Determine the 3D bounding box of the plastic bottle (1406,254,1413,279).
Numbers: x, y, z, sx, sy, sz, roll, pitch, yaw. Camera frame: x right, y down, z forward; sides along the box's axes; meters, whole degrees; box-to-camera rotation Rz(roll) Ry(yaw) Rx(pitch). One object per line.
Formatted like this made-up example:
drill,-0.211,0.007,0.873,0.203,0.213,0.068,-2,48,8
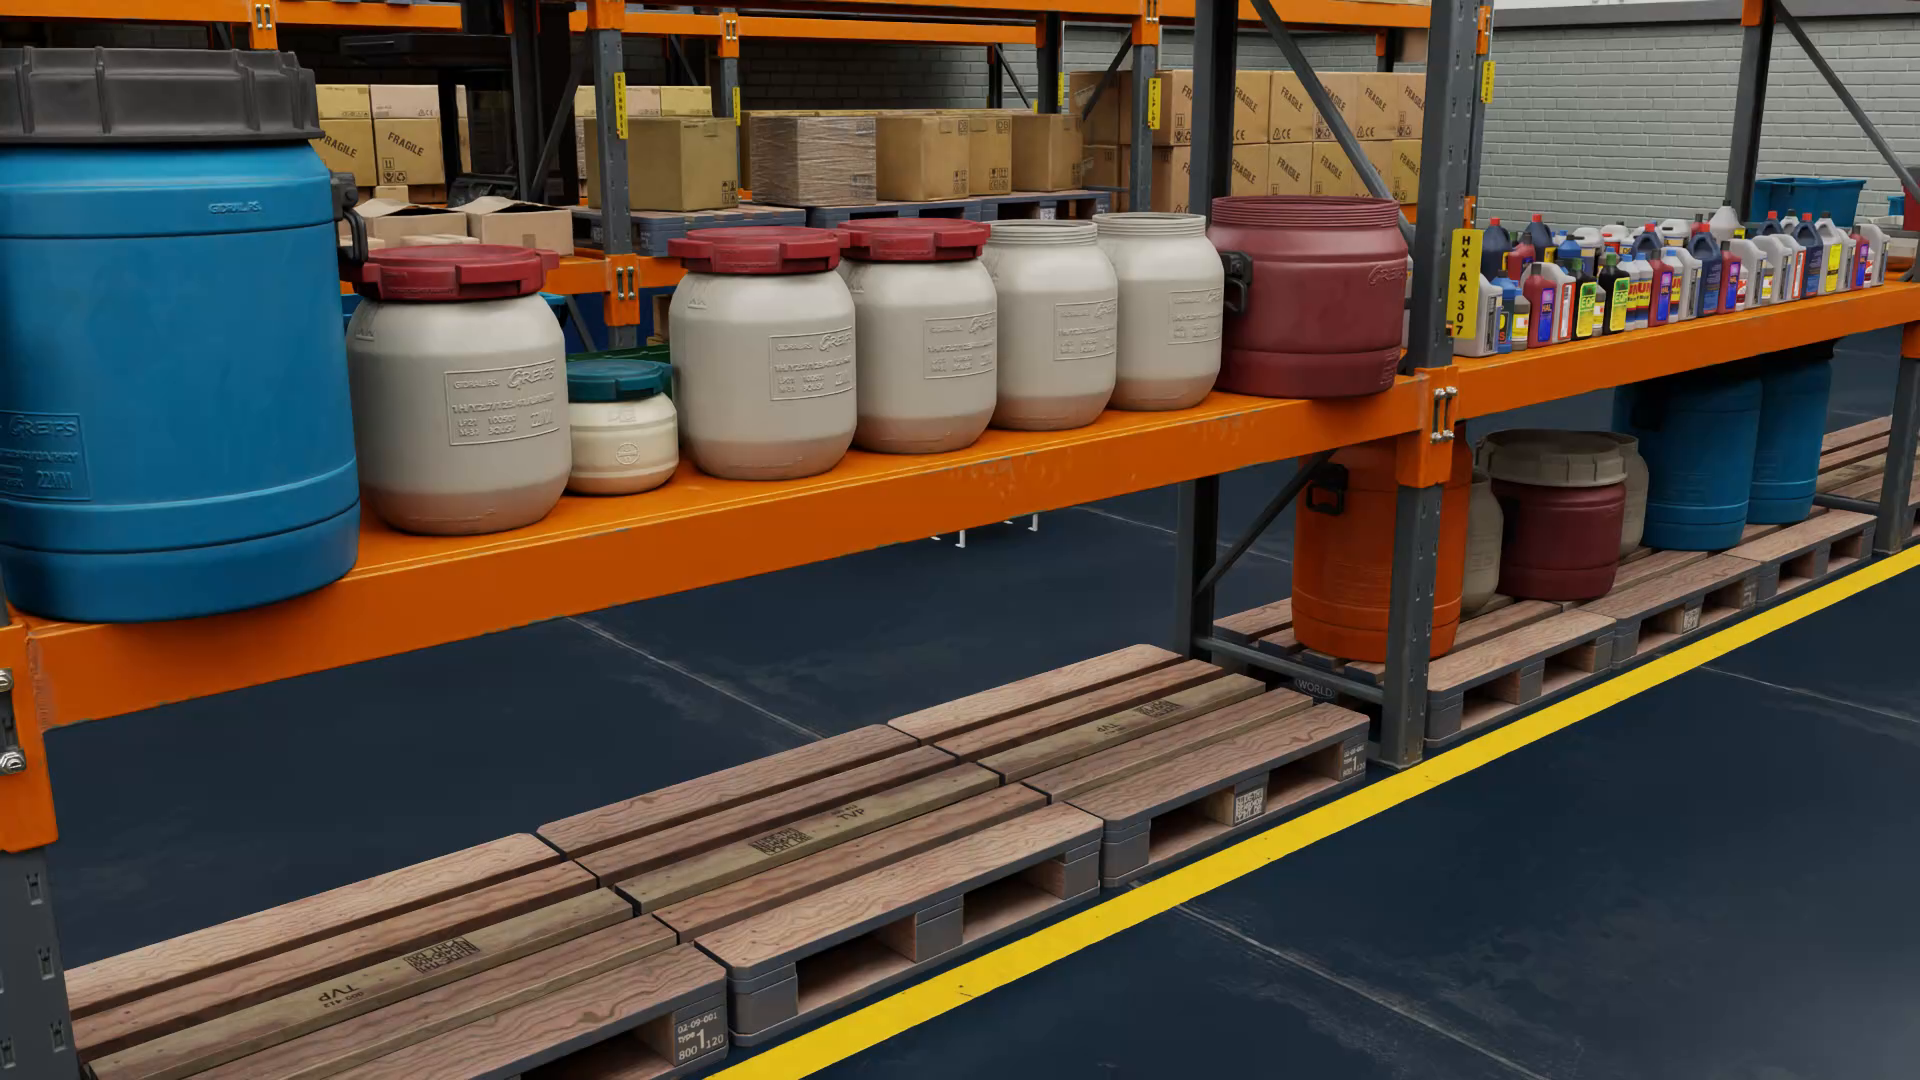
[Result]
plastic bottle,1.744,-1.009,6.465,0.097,0.271,0.097,0,15,0

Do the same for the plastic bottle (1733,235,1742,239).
plastic bottle,3.231,-1.136,6.938,0.097,0.271,0.097,0,15,0

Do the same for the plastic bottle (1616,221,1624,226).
plastic bottle,2.943,-1.290,7.495,0.133,0.283,0.061,-13,19,-39

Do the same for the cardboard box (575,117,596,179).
cardboard box,-3.280,-3.308,14.012,0.500,0.500,0.500,-13,19,-39

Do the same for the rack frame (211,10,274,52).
rack frame,-5.352,-2.727,12.648,0.127,3.000,1.000,-13,19,-39

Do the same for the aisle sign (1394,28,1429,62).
aisle sign,3.797,-4.444,14.036,0.004,0.787,0.394,-13,19,-39

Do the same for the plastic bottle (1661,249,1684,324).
plastic bottle,2.667,-0.957,6.269,0.097,0.271,0.097,0,15,0

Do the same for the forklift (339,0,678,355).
forklift,-3.337,-2.238,10.948,3.031,2.935,1.130,-13,20,-40

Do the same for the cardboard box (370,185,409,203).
cardboard box,-4.499,-2.696,12.979,0.250,0.149,0.380,-12,19,-38

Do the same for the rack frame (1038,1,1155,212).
rack frame,0.921,-2.441,11.577,0.127,3.000,1.000,-13,19,-39

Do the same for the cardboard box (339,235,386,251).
cardboard box,-3.022,-1.415,8.223,0.250,0.149,0.380,-11,18,-35

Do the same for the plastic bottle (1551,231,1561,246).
plastic bottle,2.518,-1.183,7.116,0.097,0.271,0.097,0,15,0

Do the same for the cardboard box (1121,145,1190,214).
cardboard box,1.484,-2.523,11.689,0.500,0.500,0.500,-12,19,-38

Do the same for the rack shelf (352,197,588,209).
rack shelf,-3.843,-2.719,14.010,4.000,0.370,1.077,-13,19,-39

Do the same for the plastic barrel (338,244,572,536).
plastic barrel,-1.000,-0.306,3.320,0.433,0.535,0.433,0,15,0

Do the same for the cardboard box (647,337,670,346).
cardboard box,-1.545,-0.973,10.070,0.500,0.500,0.500,-12,19,-37

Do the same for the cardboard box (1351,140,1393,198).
cardboard box,3.010,-2.866,12.975,0.500,0.500,0.500,-12,19,-39

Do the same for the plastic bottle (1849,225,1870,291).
plastic bottle,3.940,-1.242,7.314,0.133,0.283,0.061,-13,19,-39

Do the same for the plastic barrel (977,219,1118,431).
plastic barrel,0.198,-0.566,4.338,0.421,0.512,0.421,0,15,0

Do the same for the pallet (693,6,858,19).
pallet,-1.710,-4.948,15.321,1.213,0.211,1.003,-13,19,-39

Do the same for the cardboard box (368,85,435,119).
cardboard box,-4.435,-3.409,12.939,0.500,0.250,0.500,-13,20,-40

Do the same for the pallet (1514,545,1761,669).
pallet,2.639,0.201,7.088,1.213,0.211,1.003,-13,19,-39

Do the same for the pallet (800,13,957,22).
pallet,-0.790,-5.154,16.090,1.213,0.211,1.003,-13,19,-39

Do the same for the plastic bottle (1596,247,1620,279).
plastic bottle,2.793,-1.159,7.161,0.097,0.201,0.097,0,15,0

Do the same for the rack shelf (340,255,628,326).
rack shelf,-3.606,-1.077,7.865,4.000,0.370,1.077,-13,19,-39

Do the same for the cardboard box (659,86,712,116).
cardboard box,-2.518,-3.840,14.552,0.500,0.250,0.500,-12,19,-38

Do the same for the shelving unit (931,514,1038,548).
shelving unit,0.125,-0.608,8.200,0.503,1.200,0.258,-13,19,-39

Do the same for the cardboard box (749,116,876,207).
cardboard box,-0.881,-2.261,9.896,0.500,0.500,0.700,-9,17,-29

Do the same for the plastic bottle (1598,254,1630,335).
plastic bottle,2.345,-0.884,5.973,0.133,0.283,0.061,-13,19,-39

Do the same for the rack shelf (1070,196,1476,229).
rack shelf,2.429,-2.433,12.938,4.000,0.370,1.077,-13,19,-39

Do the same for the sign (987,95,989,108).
sign,0.324,-4.648,18.008,0.005,0.325,0.100,-13,19,-39

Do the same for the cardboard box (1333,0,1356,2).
cardboard box,2.583,-4.106,12.287,0.500,0.250,0.500,-13,19,-39

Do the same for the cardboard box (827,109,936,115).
cardboard box,-0.817,-3.886,16.406,0.700,0.700,0.980,-14,20,-42

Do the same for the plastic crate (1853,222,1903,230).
plastic crate,4.837,-1.614,8.898,0.590,0.125,0.437,-13,19,-39

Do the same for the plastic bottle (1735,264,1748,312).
plastic bottle,3.082,-1.016,6.627,0.097,0.201,0.097,0,15,0

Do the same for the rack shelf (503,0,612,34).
rack shelf,-3.606,-2.527,7.478,4.000,0.370,1.077,-13,19,-39

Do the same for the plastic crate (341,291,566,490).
plastic crate,-1.238,-0.361,3.819,0.575,0.384,0.392,-13,19,-39

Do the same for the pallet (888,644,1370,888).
pallet,0.542,0.672,5.325,1.213,0.211,1.003,-13,19,-39

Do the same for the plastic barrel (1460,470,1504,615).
plastic barrel,1.877,0.001,6.441,0.421,0.512,0.421,0,15,0

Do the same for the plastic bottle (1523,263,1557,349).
plastic bottle,1.968,-0.800,5.657,0.133,0.283,0.061,-13,19,-39

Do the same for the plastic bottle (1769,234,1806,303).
plastic bottle,3.428,-1.139,6.944,0.135,0.276,0.152,-13,19,-39

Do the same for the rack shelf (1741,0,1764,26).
rack shelf,2.661,-2.239,6.402,4.000,0.370,1.077,-13,19,-39

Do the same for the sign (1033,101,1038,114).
sign,0.559,-2.964,11.856,0.005,0.325,0.100,-13,19,-39

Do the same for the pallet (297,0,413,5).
pallet,-4.901,-4.205,12.733,1.003,0.211,1.213,-12,19,-37

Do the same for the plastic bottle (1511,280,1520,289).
plastic bottle,1.944,-0.813,5.865,0.097,0.201,0.097,0,15,0

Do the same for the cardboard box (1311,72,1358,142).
cardboard box,2.627,-3.260,12.510,0.500,0.500,0.500,-12,19,-38

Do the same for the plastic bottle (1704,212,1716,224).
plastic bottle,3.613,-1.441,8.058,0.133,0.283,0.061,-13,19,-39

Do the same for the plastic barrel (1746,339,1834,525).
plastic barrel,3.748,-0.577,7.849,0.708,0.901,0.600,-13,19,-39

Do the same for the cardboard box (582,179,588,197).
cardboard box,-3.192,-3.014,14.169,0.250,0.149,0.380,-13,19,-39
